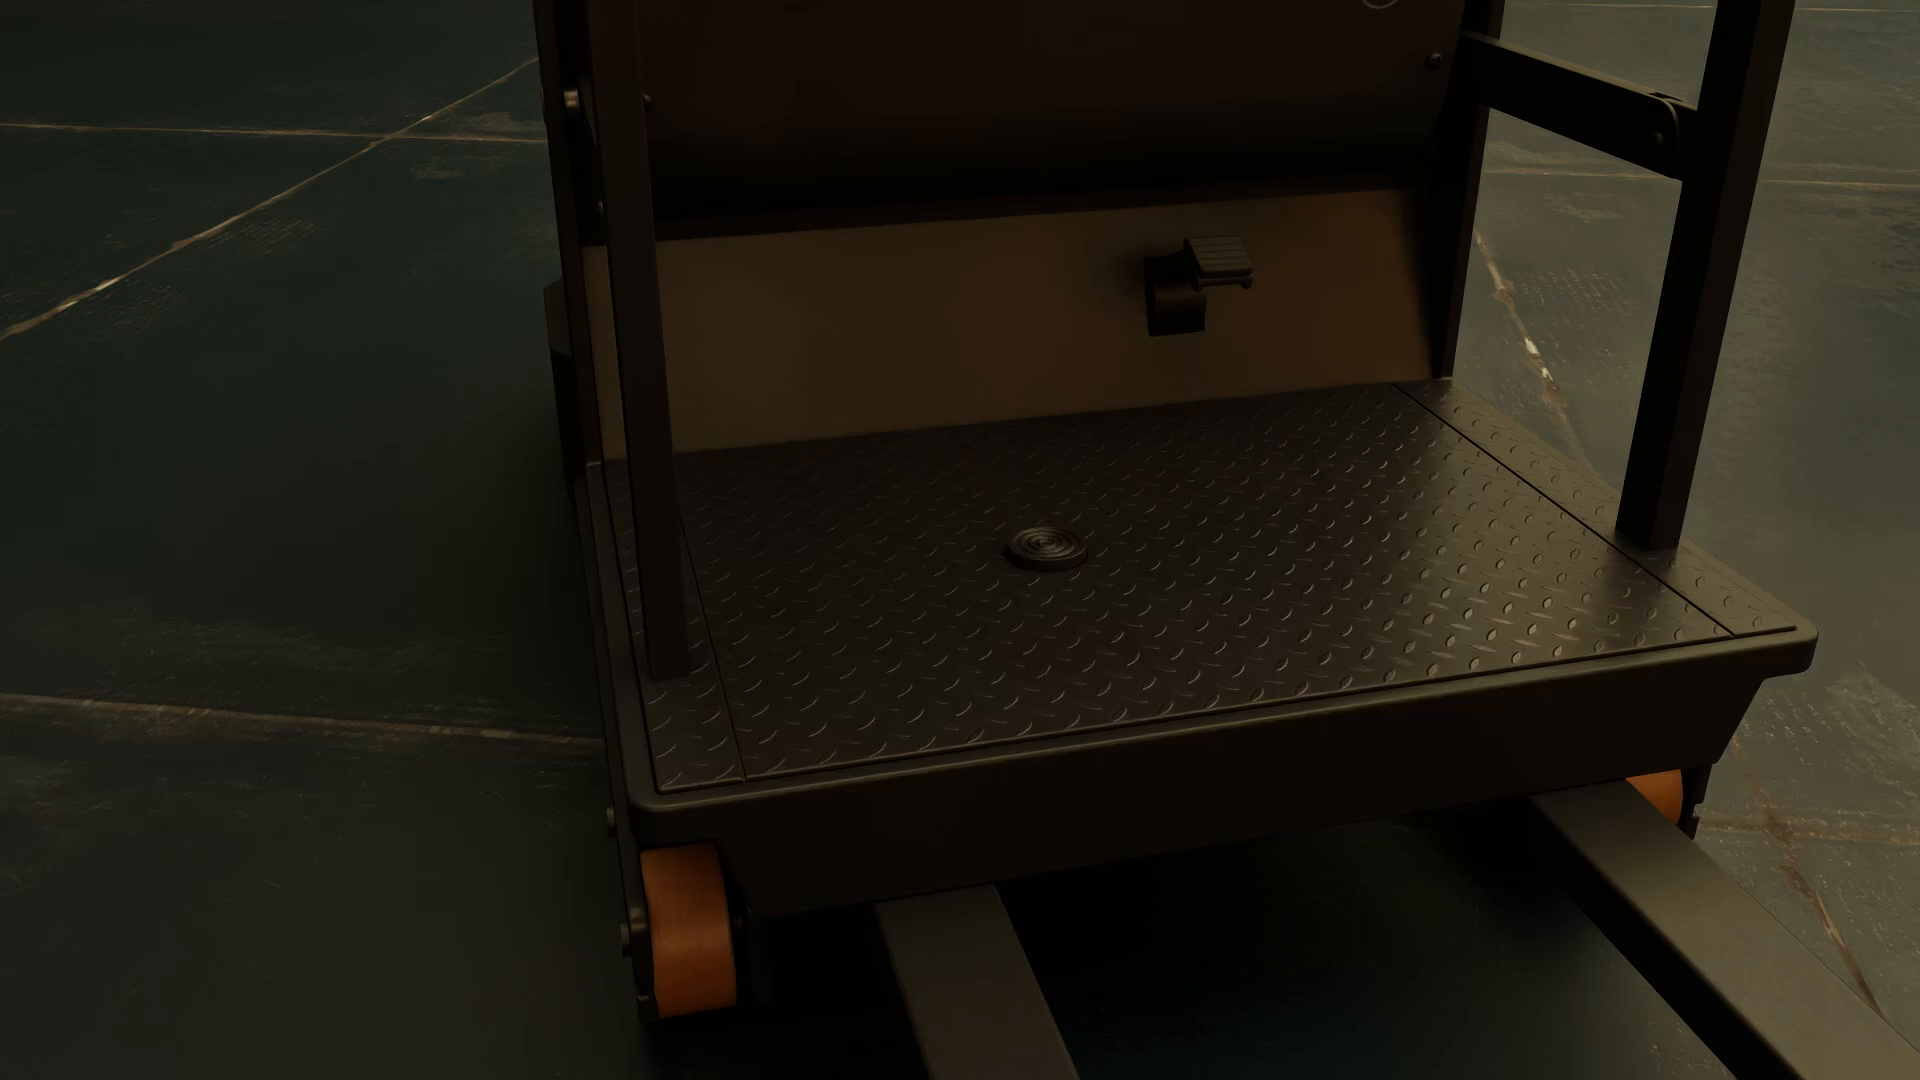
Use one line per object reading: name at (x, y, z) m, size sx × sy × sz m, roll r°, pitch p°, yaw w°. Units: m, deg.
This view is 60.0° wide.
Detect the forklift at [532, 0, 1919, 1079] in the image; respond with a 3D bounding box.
forklift at (0.153, -1.049, 1.319) m, size 1.130 × 2.935 × 3.031 m, roll -7°, pitch 27°, yaw -13°
